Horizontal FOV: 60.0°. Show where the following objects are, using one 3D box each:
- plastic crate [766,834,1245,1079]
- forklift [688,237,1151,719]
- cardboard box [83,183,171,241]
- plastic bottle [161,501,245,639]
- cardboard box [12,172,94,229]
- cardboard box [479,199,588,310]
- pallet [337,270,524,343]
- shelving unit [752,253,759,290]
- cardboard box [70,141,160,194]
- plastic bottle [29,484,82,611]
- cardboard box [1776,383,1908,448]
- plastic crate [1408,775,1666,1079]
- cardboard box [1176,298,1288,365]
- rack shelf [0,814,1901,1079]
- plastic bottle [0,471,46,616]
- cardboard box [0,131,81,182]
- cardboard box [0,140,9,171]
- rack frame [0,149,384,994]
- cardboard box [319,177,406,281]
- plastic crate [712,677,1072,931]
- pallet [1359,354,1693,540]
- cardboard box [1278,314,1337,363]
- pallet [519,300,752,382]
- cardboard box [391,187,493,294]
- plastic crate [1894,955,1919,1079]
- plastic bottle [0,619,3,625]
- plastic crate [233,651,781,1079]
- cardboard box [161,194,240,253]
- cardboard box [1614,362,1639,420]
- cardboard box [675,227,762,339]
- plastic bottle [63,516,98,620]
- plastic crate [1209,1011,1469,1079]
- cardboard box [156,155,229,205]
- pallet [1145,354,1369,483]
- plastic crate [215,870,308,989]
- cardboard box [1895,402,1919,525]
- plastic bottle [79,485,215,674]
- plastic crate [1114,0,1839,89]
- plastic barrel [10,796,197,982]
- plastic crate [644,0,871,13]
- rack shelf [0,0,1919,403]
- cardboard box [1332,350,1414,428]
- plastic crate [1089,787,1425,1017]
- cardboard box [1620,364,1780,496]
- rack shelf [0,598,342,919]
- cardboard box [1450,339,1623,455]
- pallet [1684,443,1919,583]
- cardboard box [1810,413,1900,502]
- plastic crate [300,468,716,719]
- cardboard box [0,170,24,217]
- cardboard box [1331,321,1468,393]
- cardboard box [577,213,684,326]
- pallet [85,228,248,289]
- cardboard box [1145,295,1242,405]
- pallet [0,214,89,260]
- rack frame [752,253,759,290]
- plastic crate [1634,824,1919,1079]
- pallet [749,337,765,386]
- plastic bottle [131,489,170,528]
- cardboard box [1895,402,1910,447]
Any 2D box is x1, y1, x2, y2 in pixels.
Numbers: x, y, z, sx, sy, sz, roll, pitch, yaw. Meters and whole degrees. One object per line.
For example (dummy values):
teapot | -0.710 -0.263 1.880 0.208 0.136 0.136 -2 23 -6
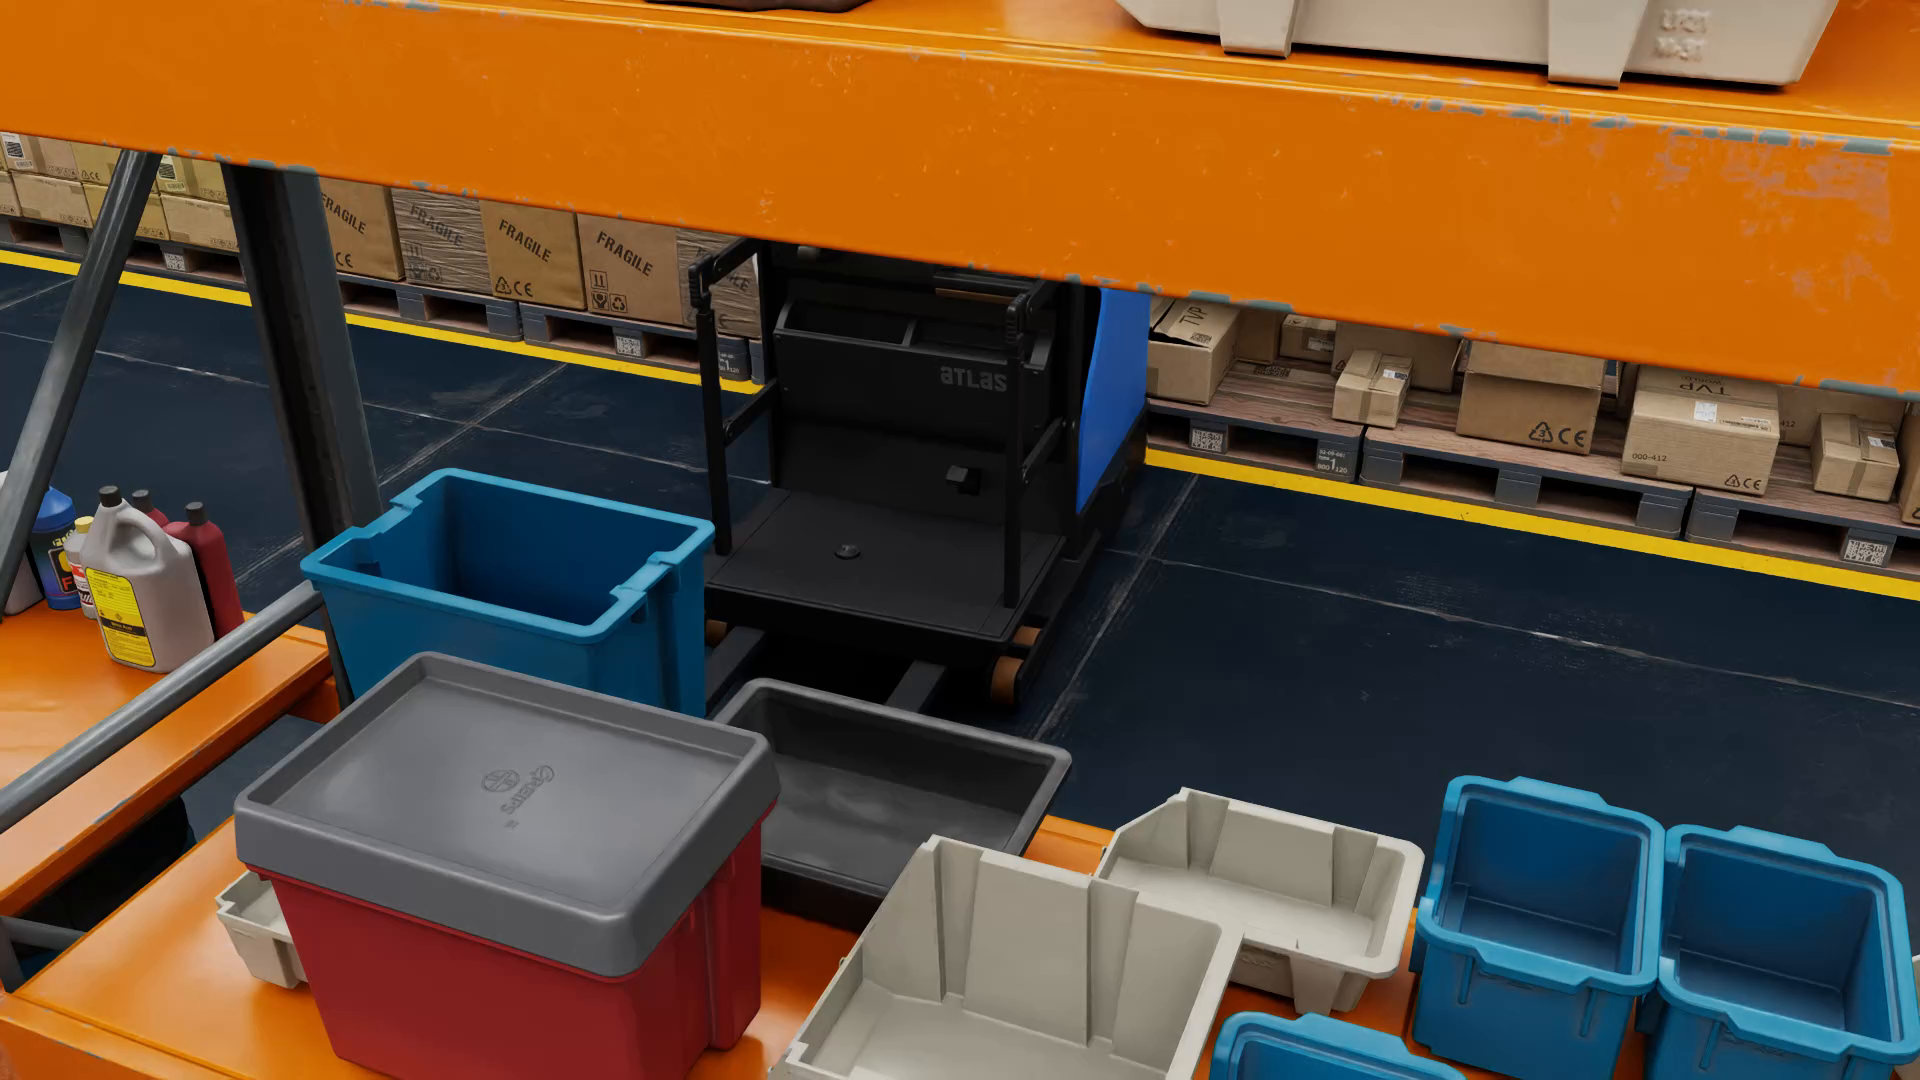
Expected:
plastic crate | 0.042 0.655 2.102 0.530 0.282 0.437 11 31 19
forklift | -0.220 -0.967 4.982 1.130 2.935 3.031 10 31 17
cardboard box | -4.203 -1.800 8.755 0.500 0.250 0.500 11 31 19
plastic bottle | -1.483 0.051 3.229 0.133 0.283 0.061 11 31 19
cardboard box | -4.667 -1.895 8.922 0.500 0.250 0.500 12 32 20
cardboard box | -1.880 -1.434 7.832 0.500 0.500 0.500 11 31 18
pallet | -2.467 -1.365 8.451 1.213 0.211 1.003 11 31 19
shelving unit | -0.544 -0.976 6.725 0.258 1.200 0.503 8 29 33
cardboard box | -4.206 -2.043 8.613 0.500 0.311 0.500 11 31 18
plastic bottle | -1.811 0.001 3.331 0.097 0.271 0.097 0 29 0
cardboard box | 3.408 -0.572 6.560 0.500 0.250 0.500 11 31 19
plastic crate | 0.800 0.555 2.329 0.300 0.233 0.416 11 31 19
cardboard box | 1.197 -1.122 7.280 0.500 0.500 0.500 11 31 19
rack shelf | 0.550 0.946 2.259 4.000 0.370 1.077 11 31 19
plastic bottle | -1.928 -0.010 3.345 0.135 0.276 0.152 11 31 19
cardboard box | -4.673 -2.137 8.780 0.500 0.311 0.500 11 31 19
cardboard box | -5.137 -2.231 8.946 0.500 0.311 0.500 12 32 20
rack frame | -1.305 0.265 2.734 0.053 2.616 0.949 11 31 19
cardboard box | -2.830 -1.624 8.167 0.500 0.500 0.500 13 32 21
plastic crate | -0.165 0.441 2.640 0.590 0.125 0.437 11 31 19
pallet | 2.333 -0.428 6.794 1.213 0.211 1.003 11 31 19
cardboard box | 1.567 -0.927 7.292 0.250 0.149 0.380 11 31 19
pallet | -1.340 -1.139 8.051 1.213 0.211 1.003 11 31 19
cardboard box | -2.343 -1.529 8.001 0.500 0.500 0.500 10 31 17
plastic crate | 1.403 0.673 2.217 0.298 0.136 0.250 11 31 19
plastic bottle | -1.958 0.083 3.257 0.097 0.201 0.097 0 29 0
plastic crate | -0.571 0.489 2.211 0.583 0.464 0.402 11 31 19
cardboard box | -3.724 -1.707 8.589 0.500 0.250 0.500 12 32 20
cardboard box | 2.945 -0.664 6.724 0.500 0.250 0.500 11 31 19
cardboard box | -0.922 -1.247 7.501 0.500 0.500 0.500 12 32 20
plastic bottle | -1.720 0.049 3.316 0.097 0.201 0.097 0 29 0
plastic crate | 0.403 0.787 1.919 0.300 0.233 0.416 11 31 19
cardboard box | -3.722 -1.949 8.448 0.500 0.311 0.500 12 32 20
pallet | 1.198 -0.653 7.192 1.213 0.211 1.003 11 31 19
plastic crate | -0.926 0.503 2.519 0.243 0.136 0.396 11 31 19
cardboard box | 3.672 -0.346 5.908 0.500 0.500 0.500 11 31 19
plastic bottle | -1.545 0.064 3.138 0.185 0.351 0.144 11 31 19
plastic crate | 0.395 -0.457 1.230 0.530 0.136 0.437 11 31 19
plastic barrel | -1.801 0.885 3.341 0.708 0.901 0.600 11 31 19
plastic crate | -0.256 -0.631 1.403 0.590 0.269 0.497 11 31 19
rack shelf | 0.550 -0.360 1.521 4.000 0.370 1.077 11 31 19
cardboard box | 1.675 -0.621 6.733 0.250 0.166 0.380 11 31 19
plastic crate | 0.423 0.537 2.459 0.466 0.136 0.293 11 31 19
cardboard box | 2.803 -0.427 6.304 0.500 0.250 0.500 11 31 19
rack shelf | -3.157 0.206 3.568 4.000 0.370 1.077 11 31 19
cardboard box | 2.305 -0.754 6.626 0.637 0.503 0.797 11 31 19
pallet | 3.459 -0.202 6.393 1.213 0.211 1.003 11 31 19
cardboard box | 3.331 -0.317 6.195 0.250 0.166 0.380 11 31 19
plastic crate | -0.743 0.175 2.848 0.575 0.384 0.392 11 31 19
cardboard box | -5.145 -1.989 9.088 0.500 0.250 0.500 12 32 20
cardboard box | 1.892 -0.901 7.081 0.500 0.311 0.500 11 31 19
cardboard box | -1.394 -1.340 7.666 0.500 0.500 0.500 10 31 17
pallet | -3.893 -1.691 9.027 1.213 0.211 1.003 11 31 19
cardboard box | 0.870 -0.840 6.972 0.500 0.311 0.500 11 31 19
pallet | -5.019 -1.917 9.428 1.213 0.211 1.003 11 31 19
rack frame | -0.677 -0.875 6.547 0.240 1.200 0.015 8 29 33
plastic crate | 1.078 0.610 2.231 0.300 0.233 0.416 11 31 19
pallet | -0.206 -0.914 7.653 1.213 0.211 1.003 11 31 19
plastic bottle | -1.607 0.027 3.273 0.133 0.283 0.061 11 31 19
cardboard box | 3.778 -0.493 6.507 0.250 0.166 0.380 11 31 19
